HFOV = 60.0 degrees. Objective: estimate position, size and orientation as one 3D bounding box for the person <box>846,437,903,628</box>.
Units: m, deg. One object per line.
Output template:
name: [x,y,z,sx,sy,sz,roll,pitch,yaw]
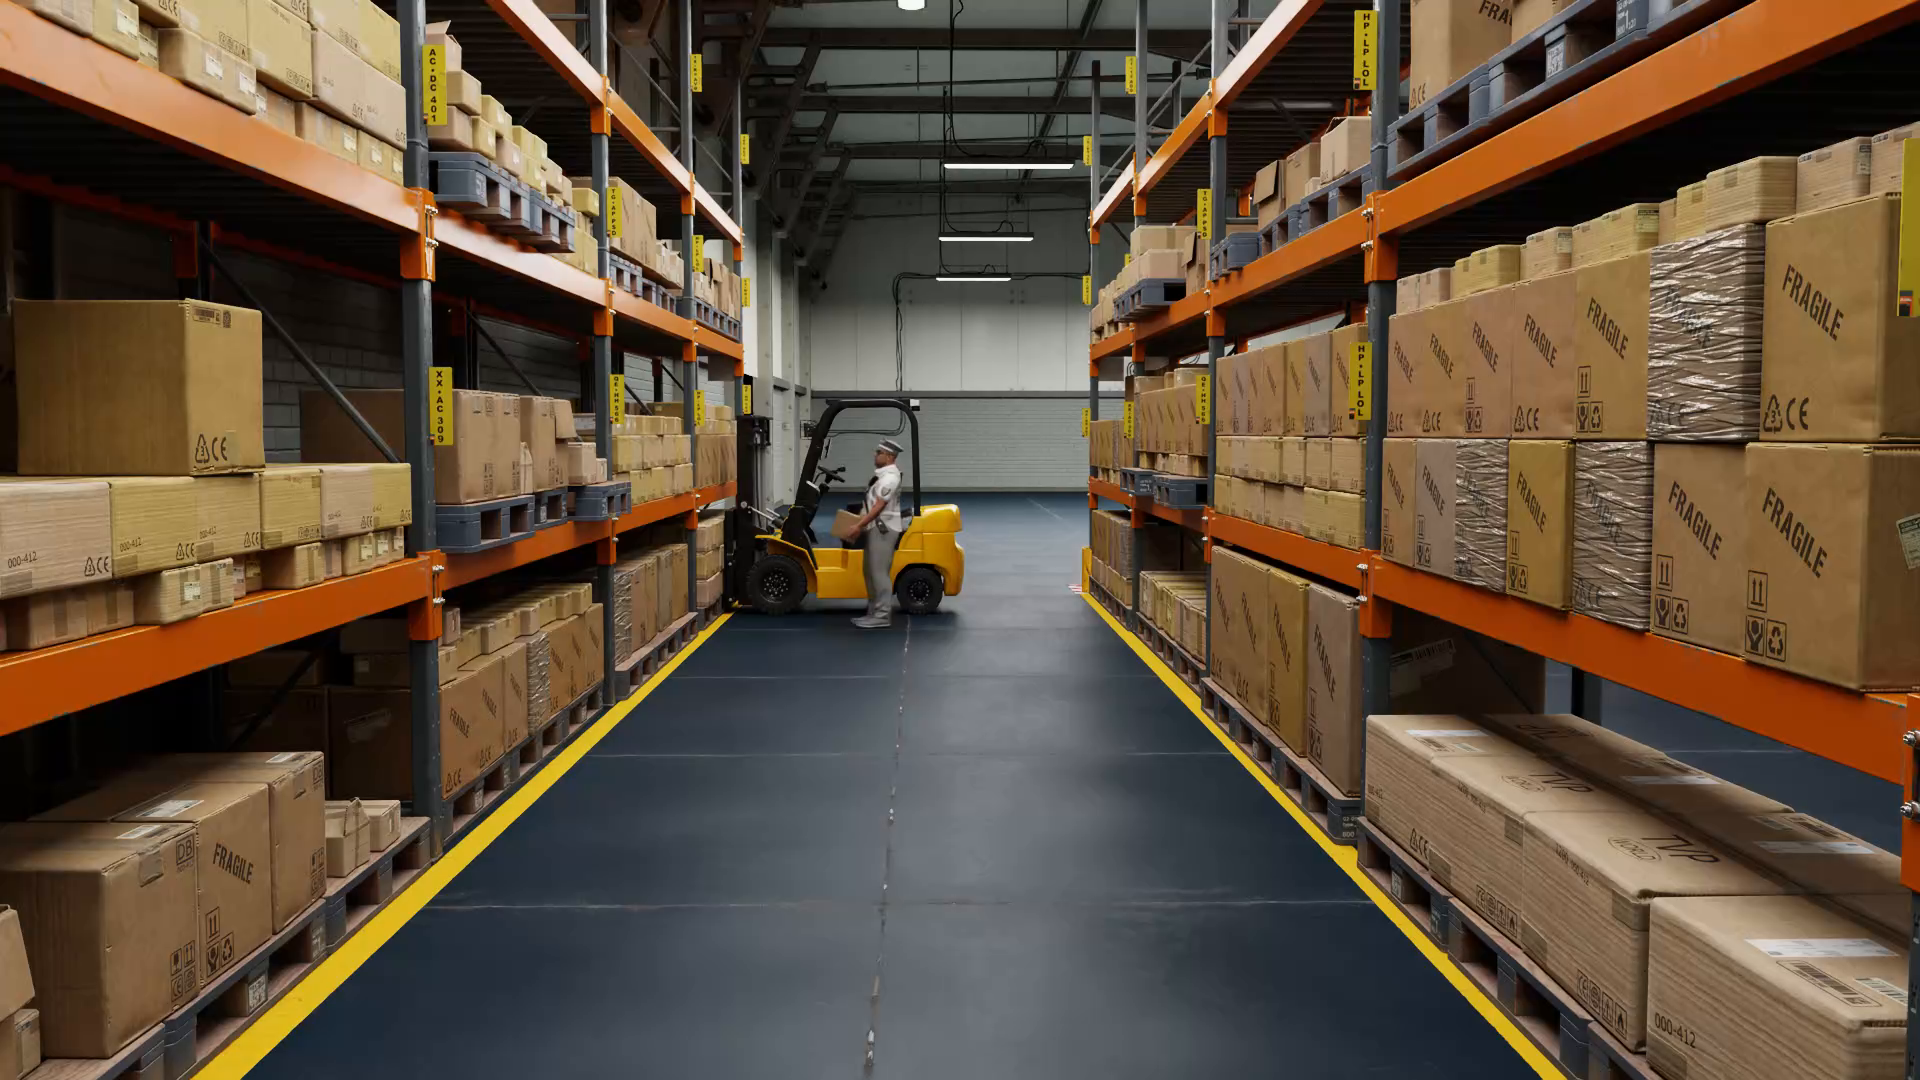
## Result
person: [-0.811,-0.074,15.542,0.546,1.784,0.544,-1,4,-10]
